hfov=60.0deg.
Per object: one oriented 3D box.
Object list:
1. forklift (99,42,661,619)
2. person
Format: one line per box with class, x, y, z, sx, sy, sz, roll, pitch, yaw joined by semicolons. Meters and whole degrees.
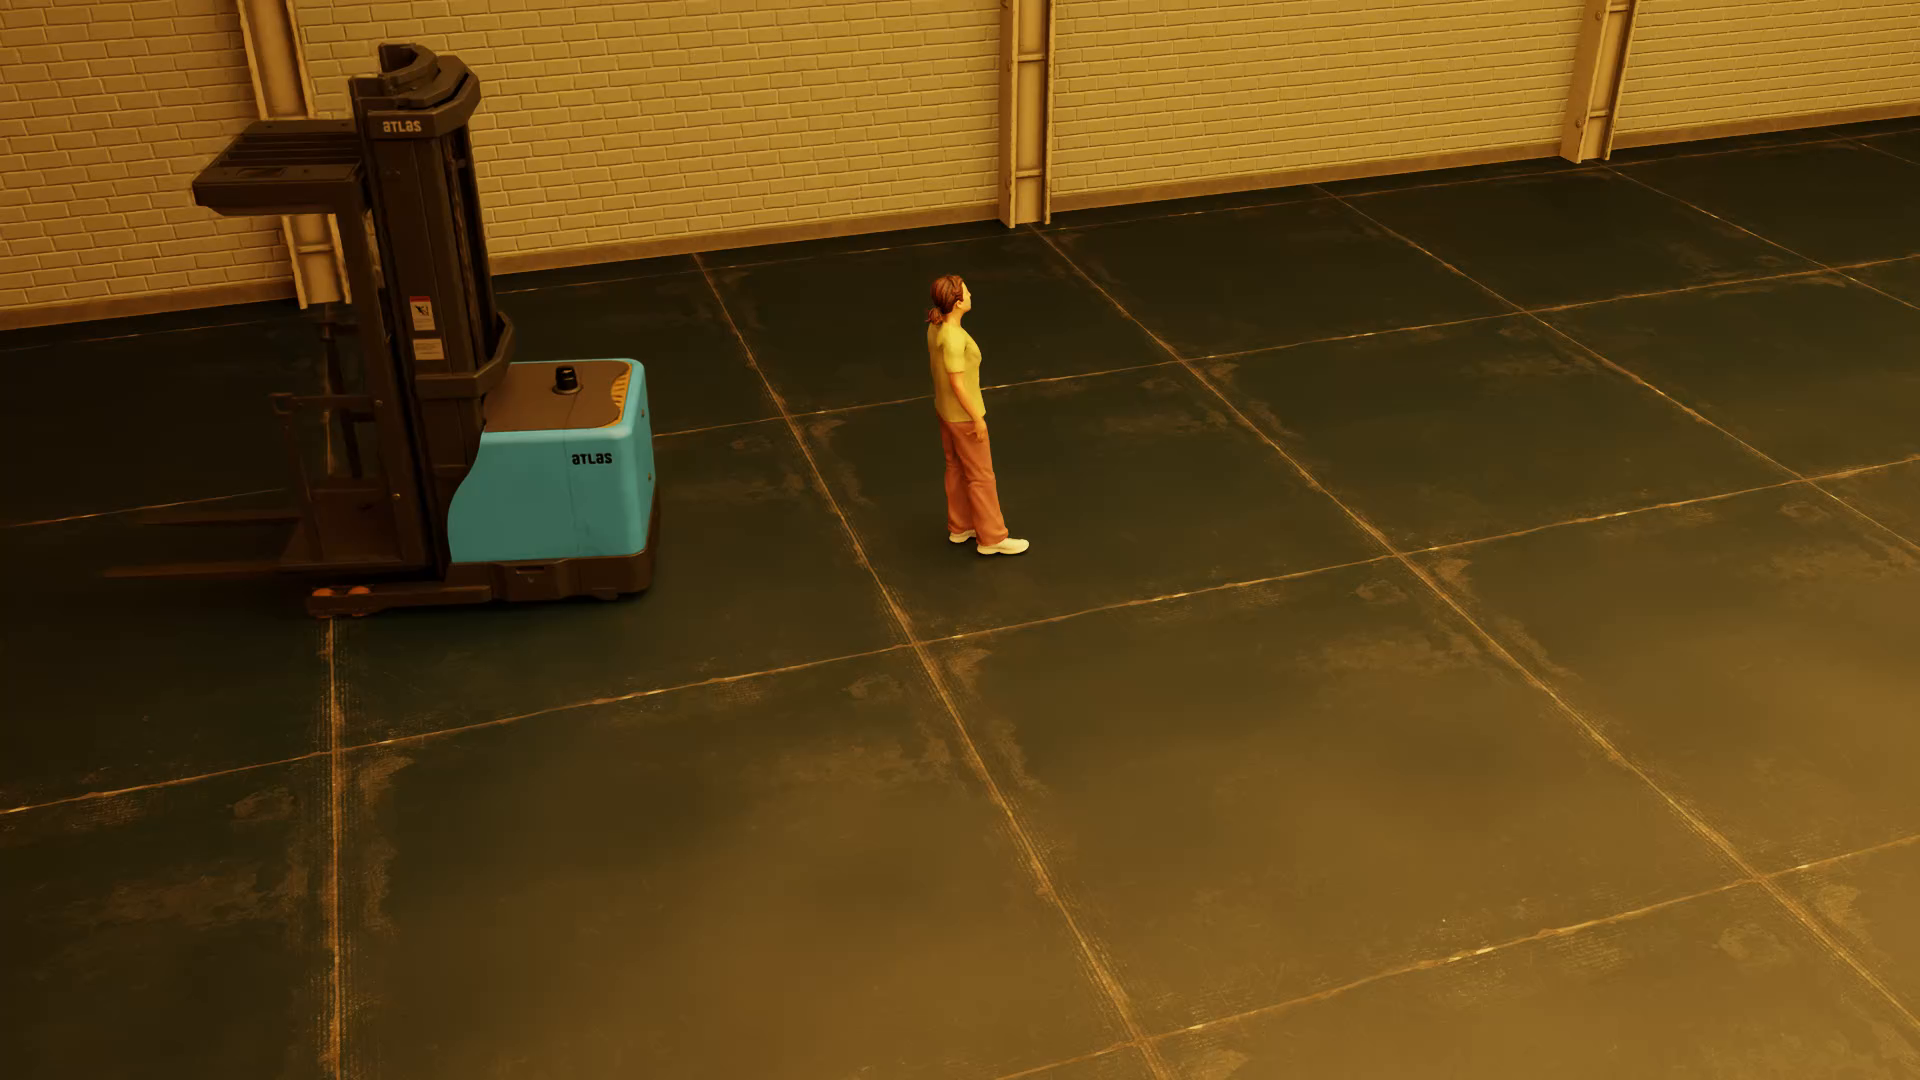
forklift;-3.302;-1.108;9.013;3.031;2.935;1.130;-3;30;-4
person;0.073;-0.739;9.616;0.549;1.675;0.555;-10;31;-16
